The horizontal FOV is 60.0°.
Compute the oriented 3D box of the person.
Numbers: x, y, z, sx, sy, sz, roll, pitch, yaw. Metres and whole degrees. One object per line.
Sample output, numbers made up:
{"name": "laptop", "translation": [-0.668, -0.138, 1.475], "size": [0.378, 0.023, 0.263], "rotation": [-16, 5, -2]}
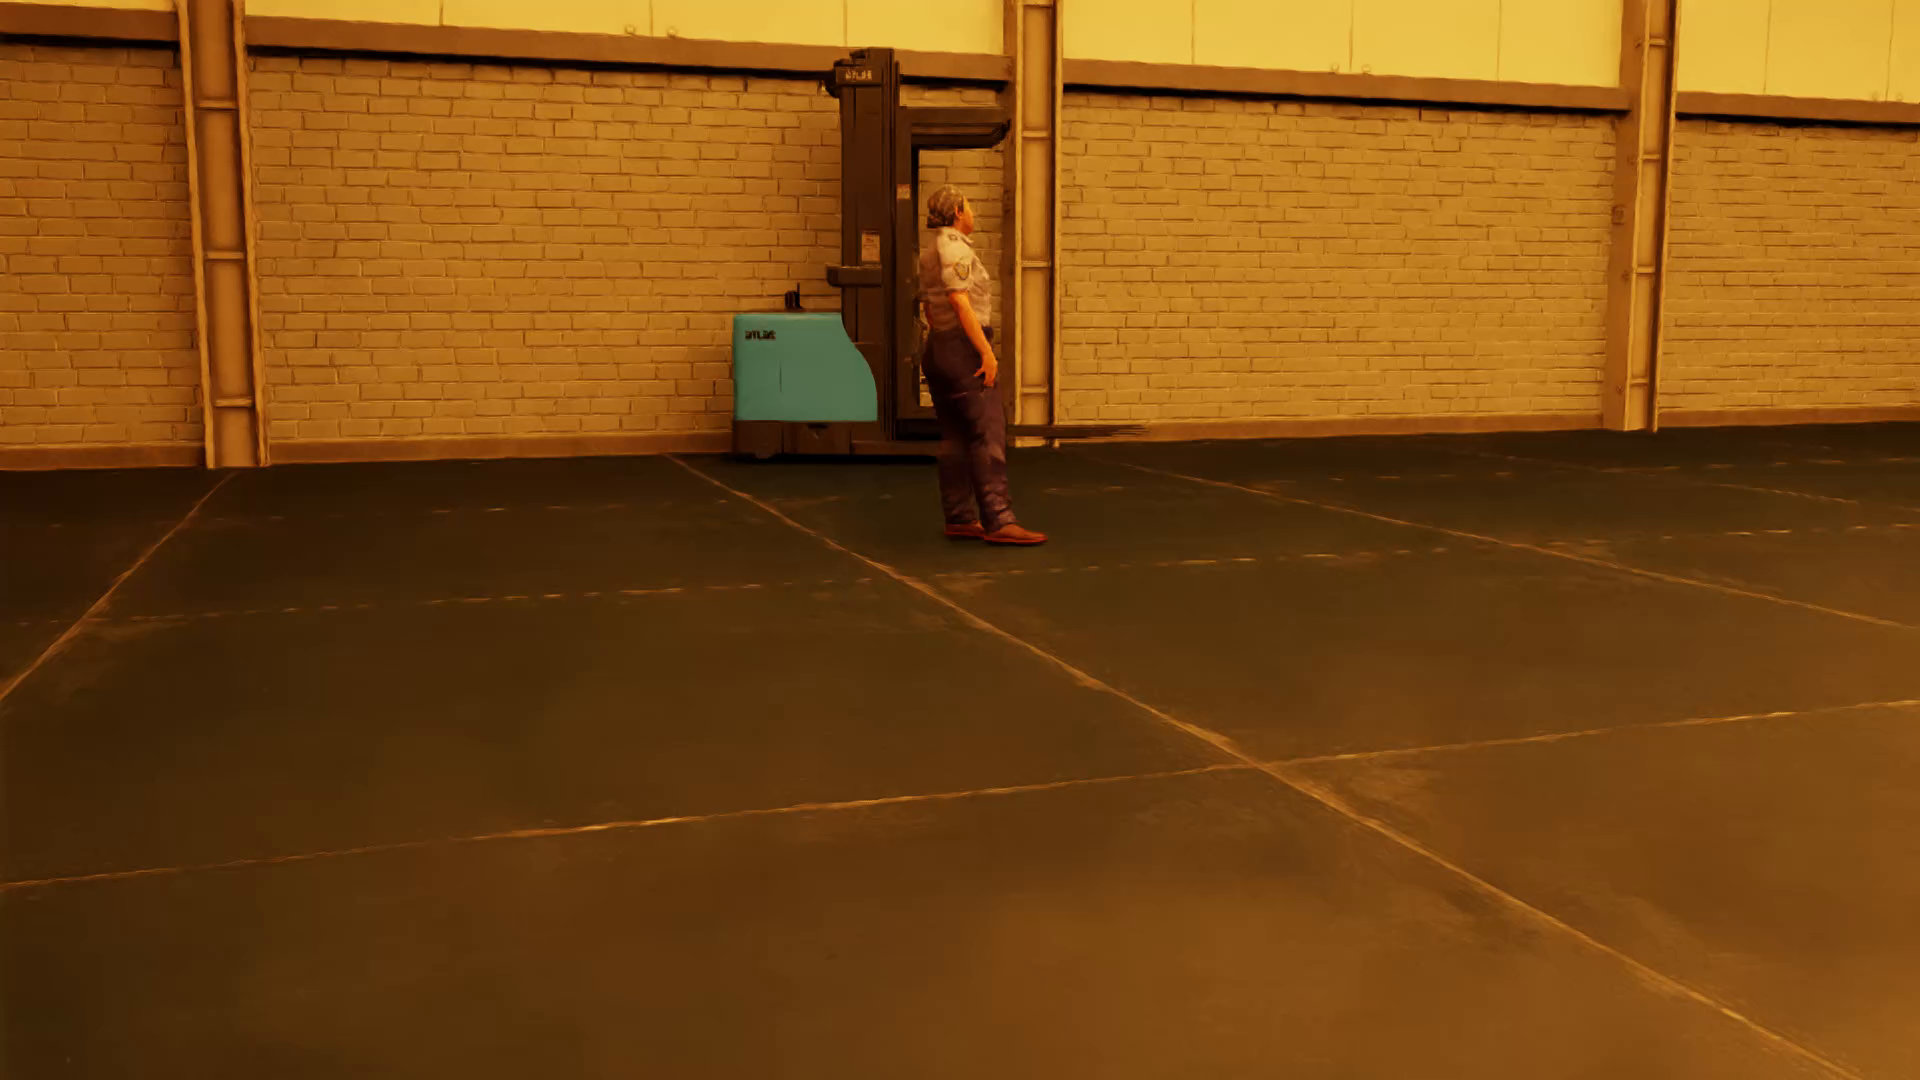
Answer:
{"name": "person", "translation": [0.092, -0.824, 7.819], "size": [0.502, 1.650, 0.599], "rotation": [-3, 8, -18]}

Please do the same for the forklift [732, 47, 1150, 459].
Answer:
{"name": "forklift", "translation": [-0.128, -2.070, 12.269], "size": [3.031, 2.935, 1.130], "rotation": [0, 8, 1]}
